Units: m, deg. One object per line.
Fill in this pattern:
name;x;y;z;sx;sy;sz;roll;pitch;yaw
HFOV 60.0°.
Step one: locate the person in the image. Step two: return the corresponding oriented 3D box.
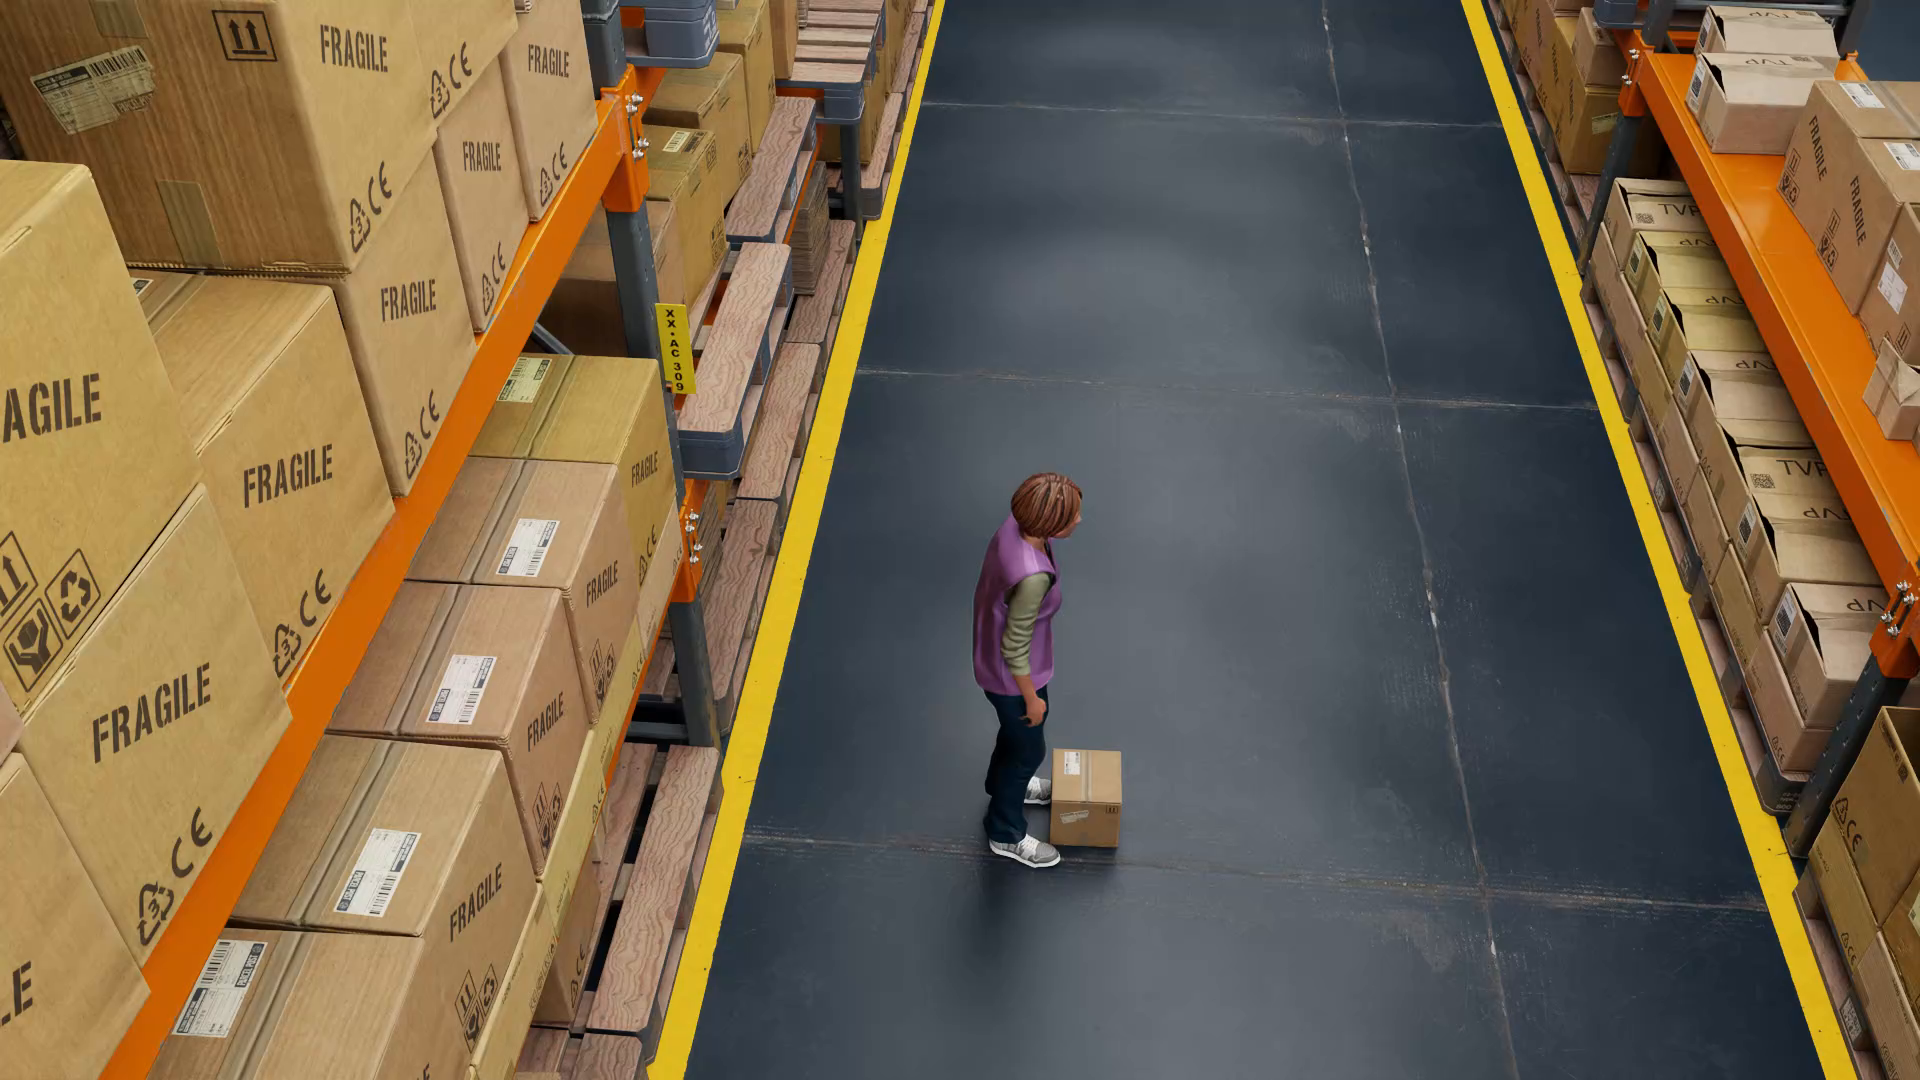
person;0.214;0.425;5.669;0.344;1.593;0.485;1;41;1
